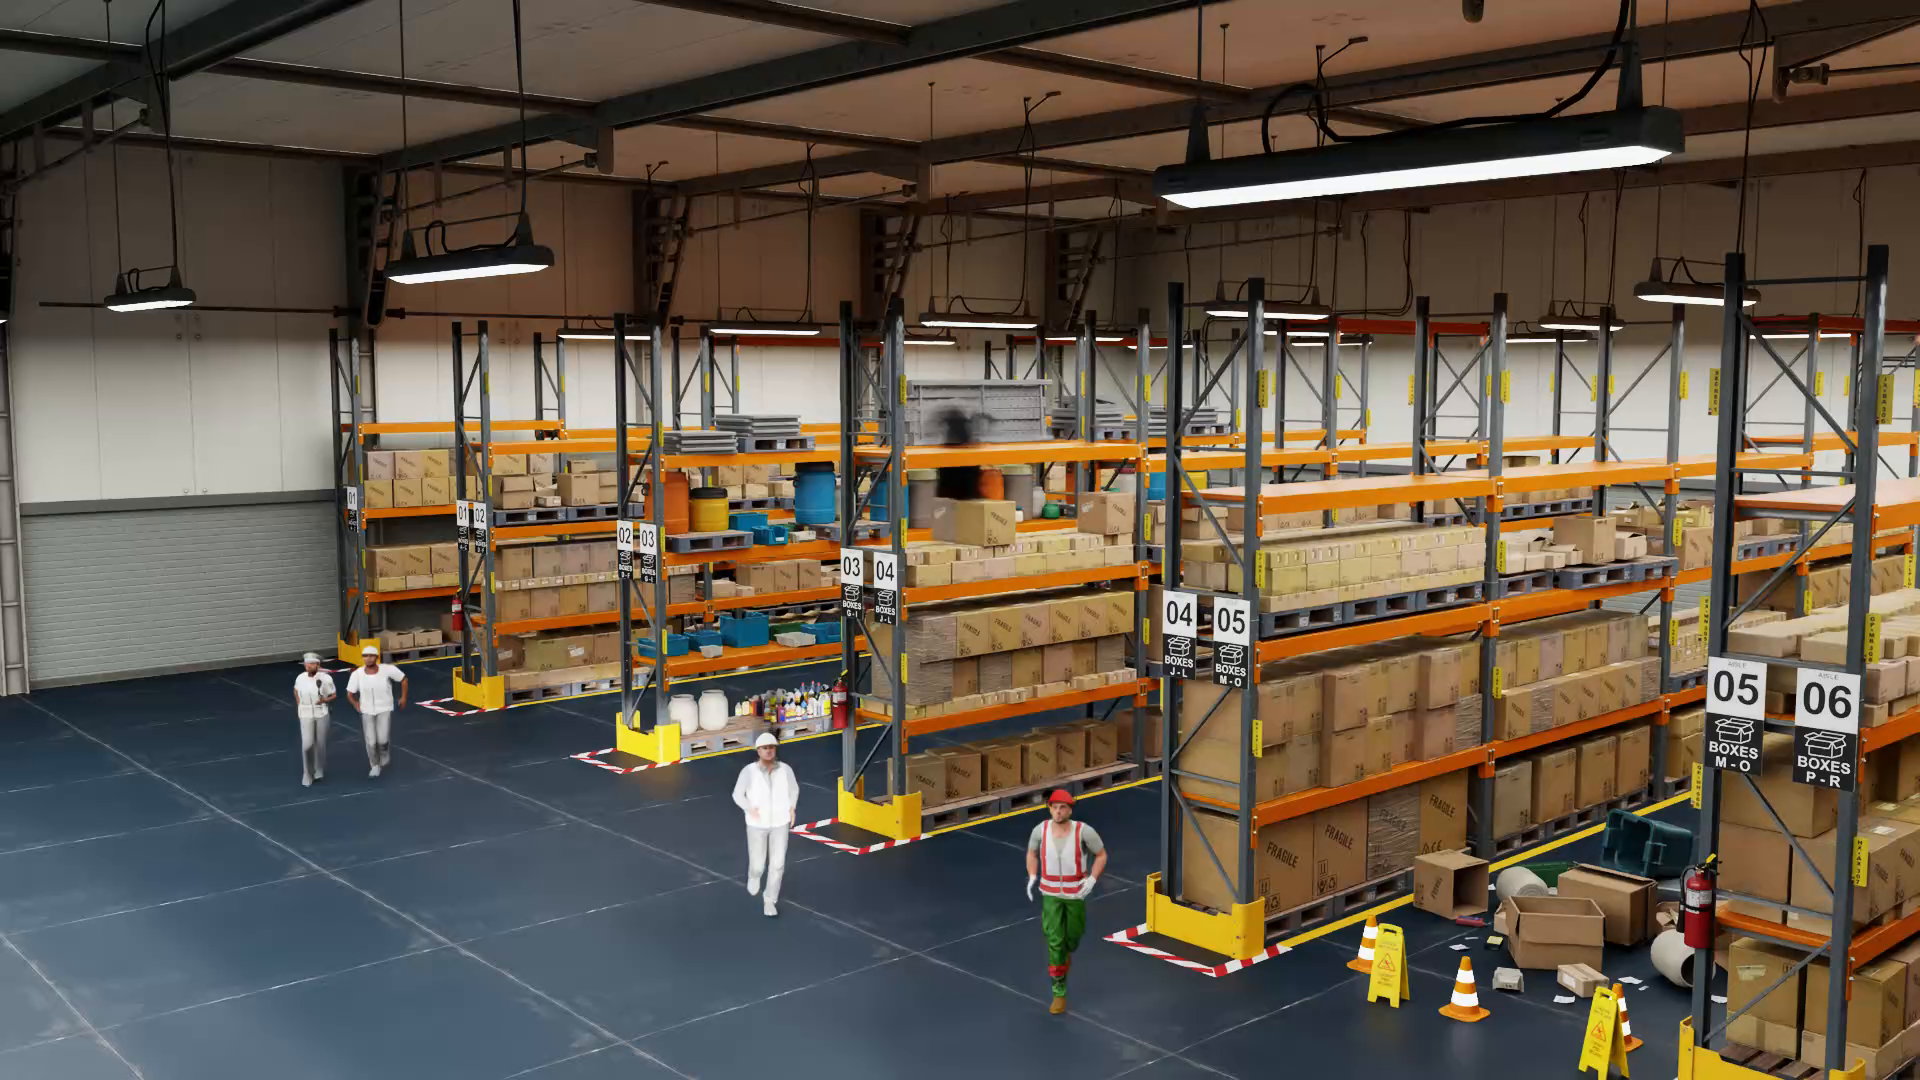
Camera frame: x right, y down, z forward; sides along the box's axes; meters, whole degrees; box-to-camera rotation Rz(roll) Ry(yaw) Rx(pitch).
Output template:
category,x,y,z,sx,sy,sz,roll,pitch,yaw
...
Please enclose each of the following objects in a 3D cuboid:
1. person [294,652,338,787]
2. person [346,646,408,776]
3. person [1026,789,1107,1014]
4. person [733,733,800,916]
category,x,y,z,sx,sy,sz,roll,pitch,yaw
person,-8.149,2.266,21.027,0.548,1.732,0.698,-1,6,-15
person,-7.480,2.204,21.321,0.734,1.719,0.666,-1,6,-10
person,0.868,2.910,13.674,0.669,1.781,0.810,1,6,11
person,-1.860,2.716,16.078,0.660,1.729,0.658,-2,6,-17
